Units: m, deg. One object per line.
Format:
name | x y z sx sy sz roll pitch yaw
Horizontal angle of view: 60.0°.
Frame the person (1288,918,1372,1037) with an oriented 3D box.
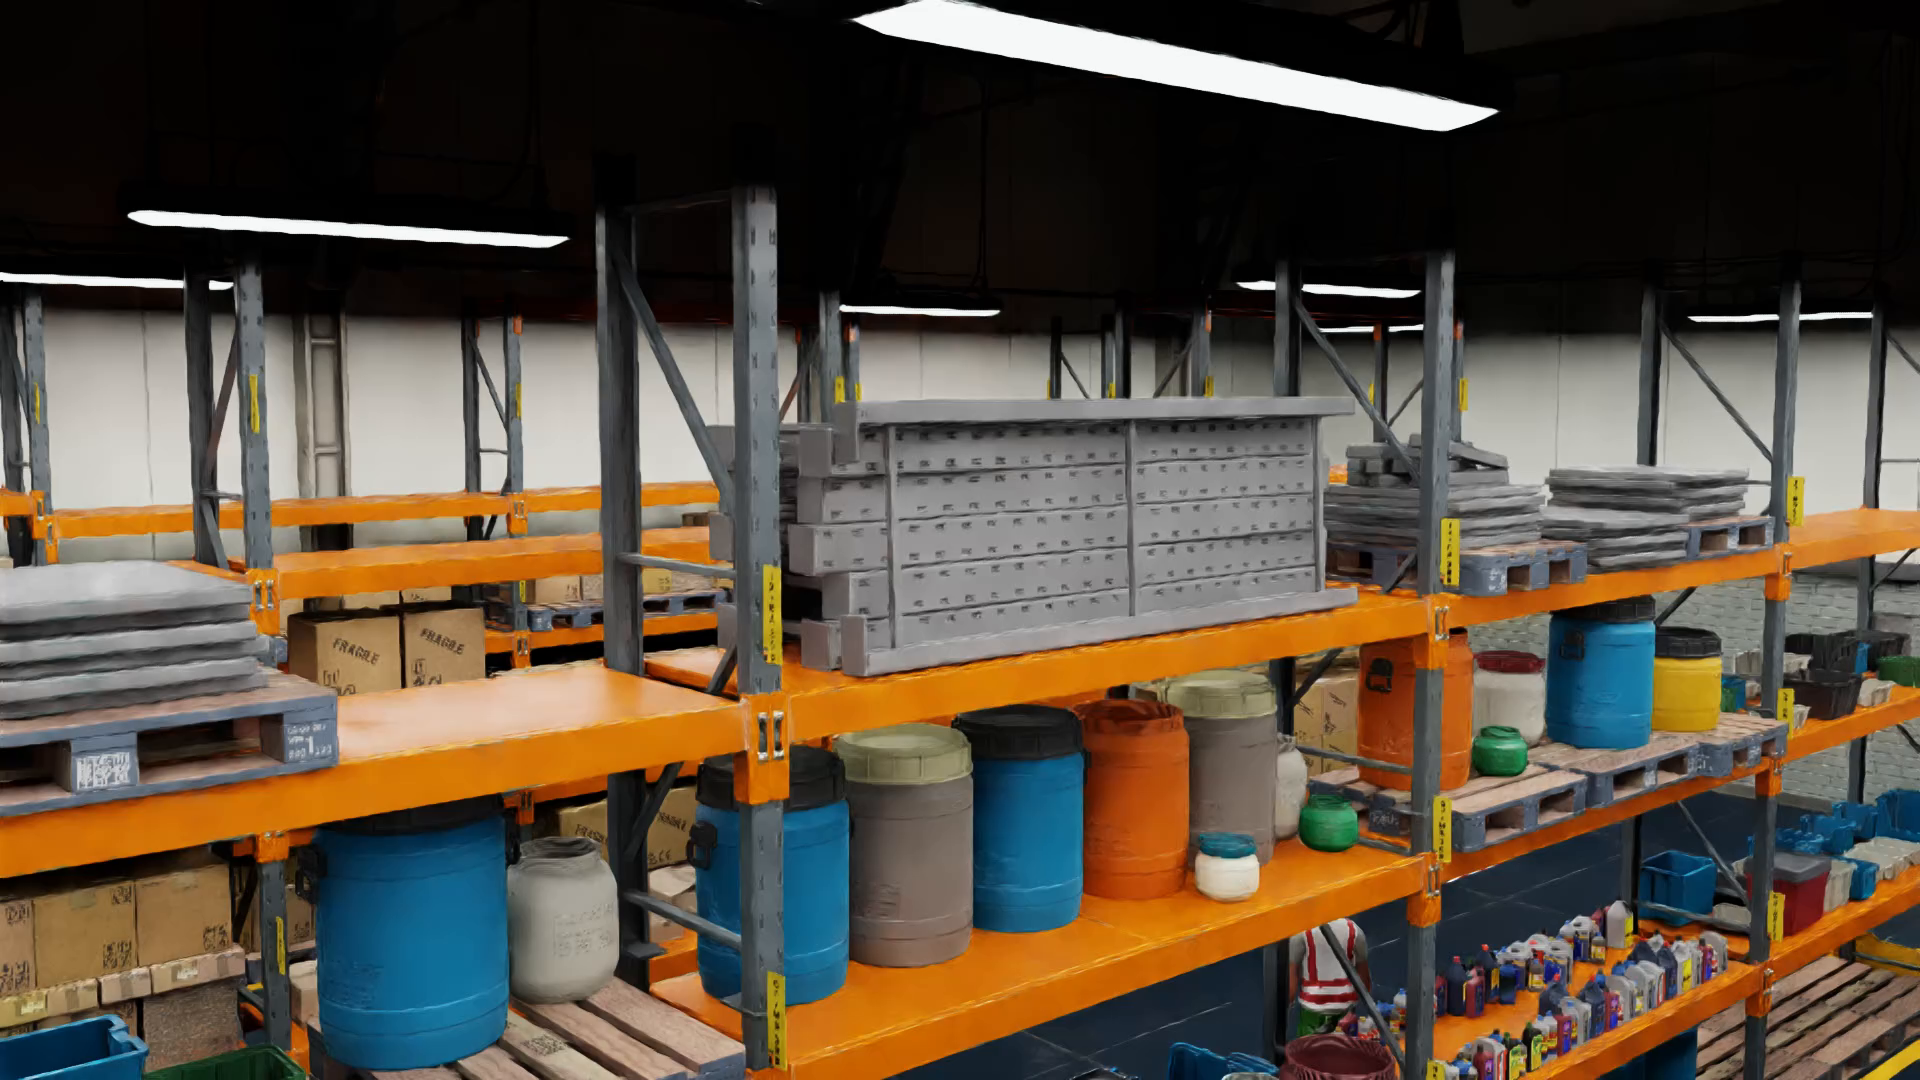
person | 2.527 3.182 11.417 0.655 1.785 0.577 -1 5 -9
